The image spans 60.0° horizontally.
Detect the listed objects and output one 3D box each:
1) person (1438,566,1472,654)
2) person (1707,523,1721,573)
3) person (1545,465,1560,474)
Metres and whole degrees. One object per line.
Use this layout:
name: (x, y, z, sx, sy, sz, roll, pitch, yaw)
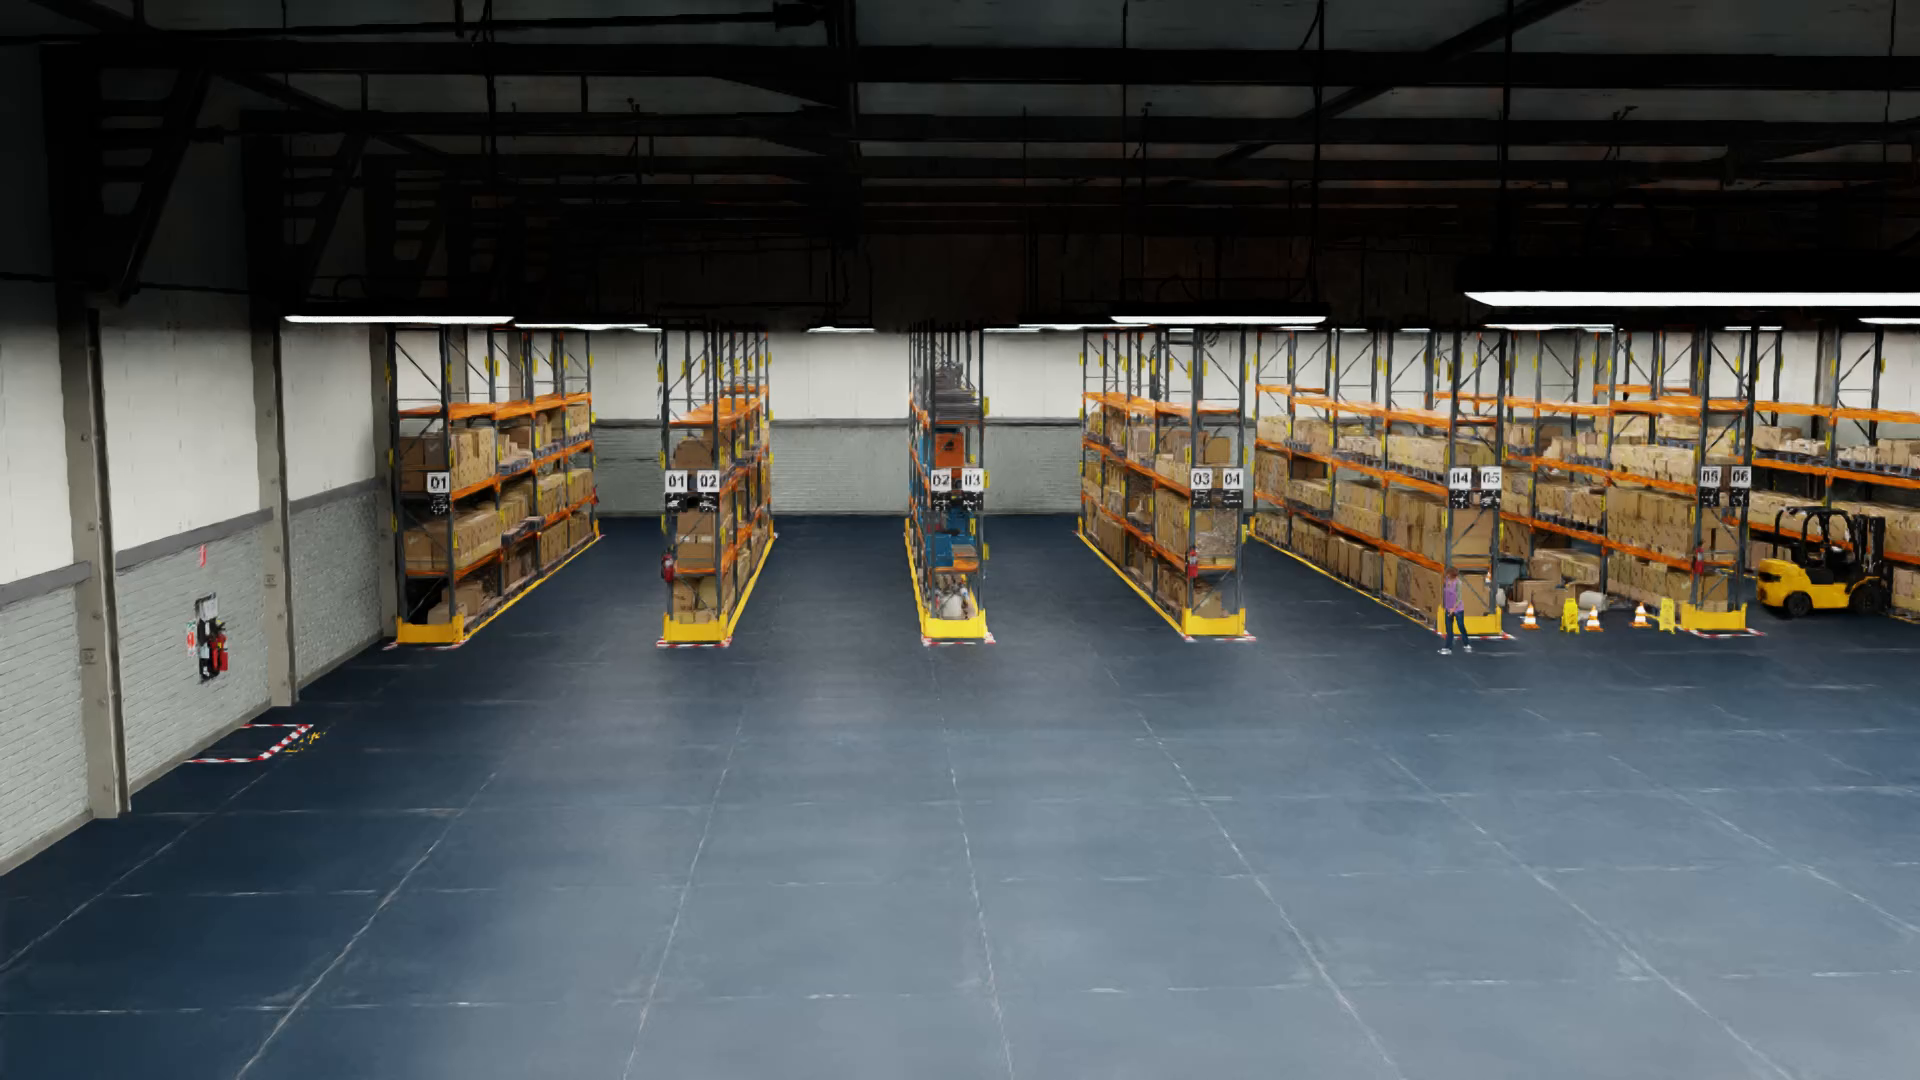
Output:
person: (8.924, 1.252, 29.912, 0.638, 1.586, 0.444, -4, 8, -28)
person: (16.180, 0.416, 35.787, 0.502, 1.764, 0.624, 4, 8, 27)
person: (18.688, -1.638, 52.537, 0.582, 1.777, 0.602, 6, 10, 42)
